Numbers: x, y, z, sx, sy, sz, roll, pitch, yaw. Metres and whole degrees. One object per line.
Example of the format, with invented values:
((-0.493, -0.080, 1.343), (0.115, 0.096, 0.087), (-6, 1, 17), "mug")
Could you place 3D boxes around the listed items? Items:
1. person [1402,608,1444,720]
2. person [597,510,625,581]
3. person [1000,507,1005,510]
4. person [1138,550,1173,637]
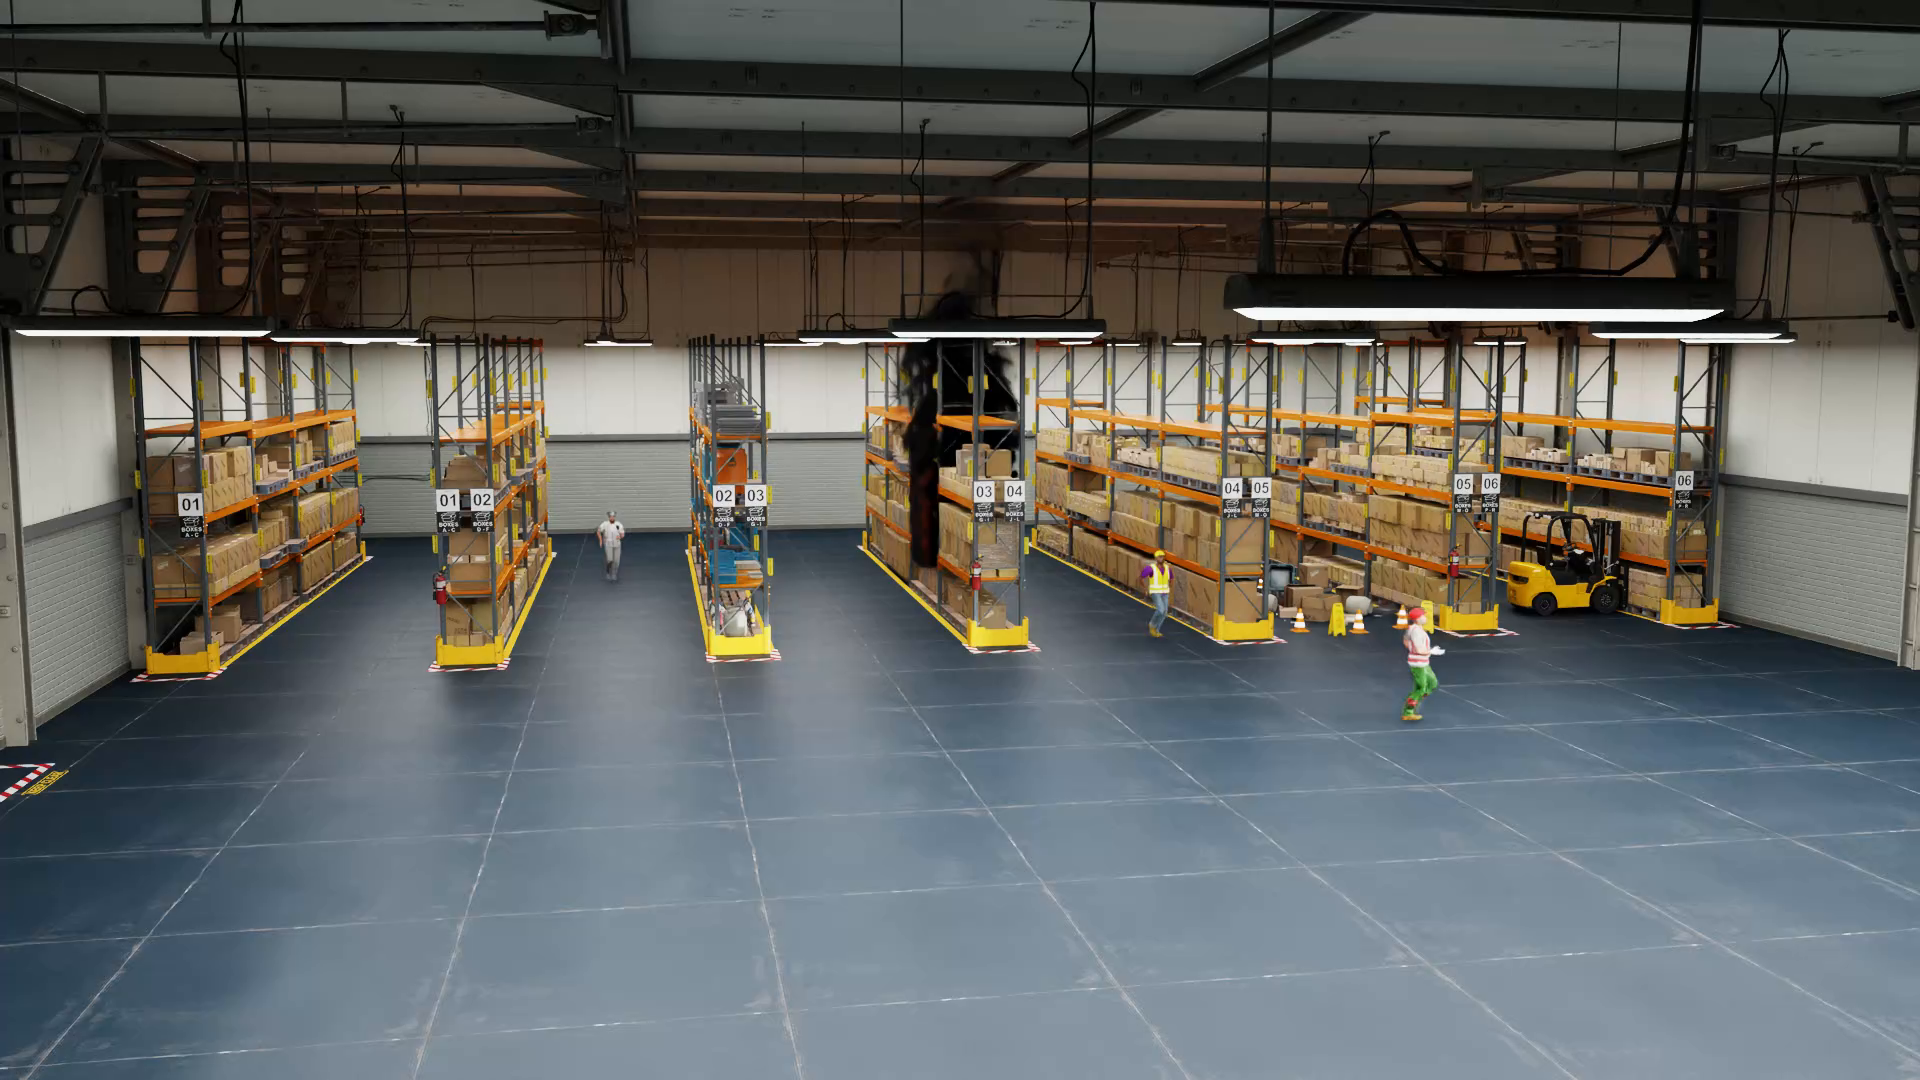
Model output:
((7.127, 1.913, 25.592), (0.609, 1.756, 0.639), (2, 7, 14), "person")
((-8.587, 0.147, 41.070), (0.642, 1.756, 0.666), (-3, 7, -22), "person")
((1.316, -0.413, 46.465), (0.592, 1.662, 0.608), (0, 7, -3), "person")
((3.968, 1.066, 33.024), (0.680, 1.718, 0.600), (-3, 7, -25), "person")
